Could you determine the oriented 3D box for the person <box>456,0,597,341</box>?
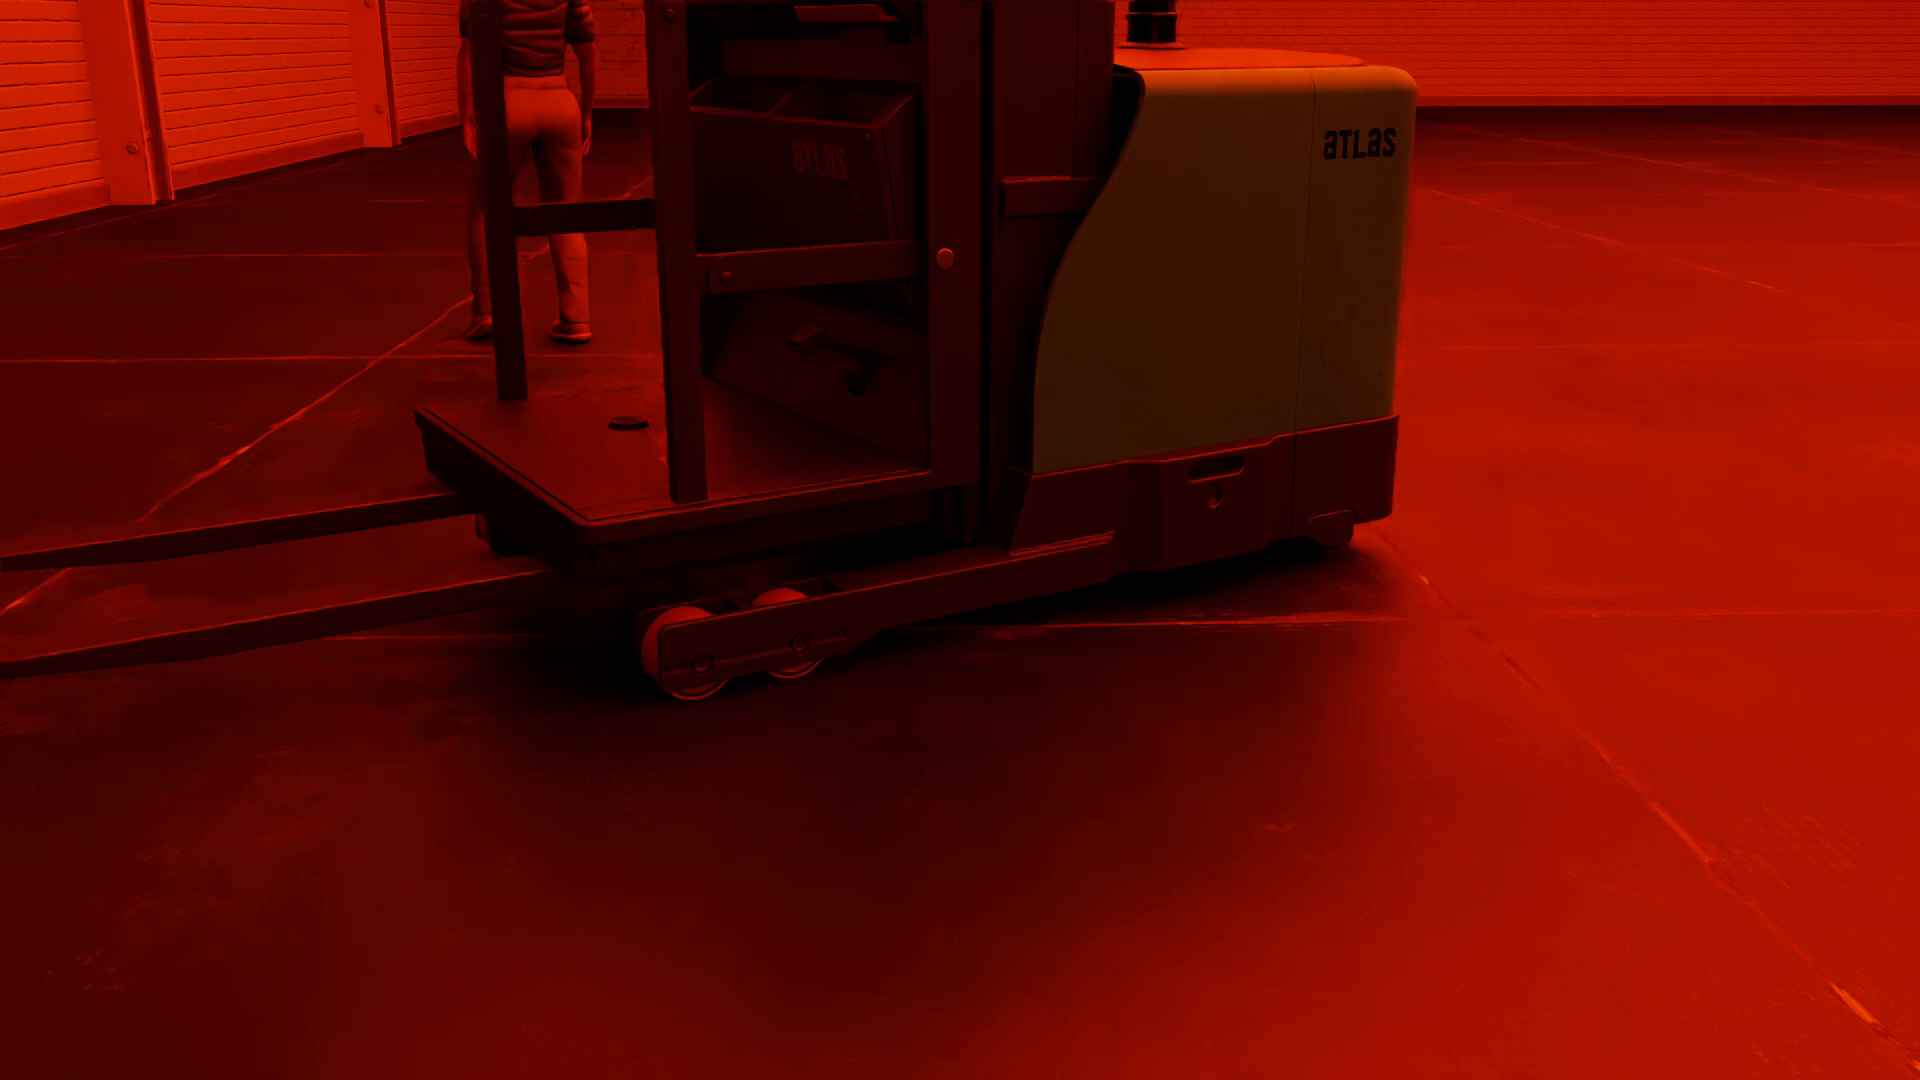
[{"bbox_3d":[-1.656,-1.556,6.321,0.563,1.704,0.529,-9,19,-27],"label":"person"}]

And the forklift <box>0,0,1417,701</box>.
[{"bbox_3d":[-0.512,-1.290,3.124,3.031,2.935,1.130,-10,20,-30],"label":"forklift"}]
